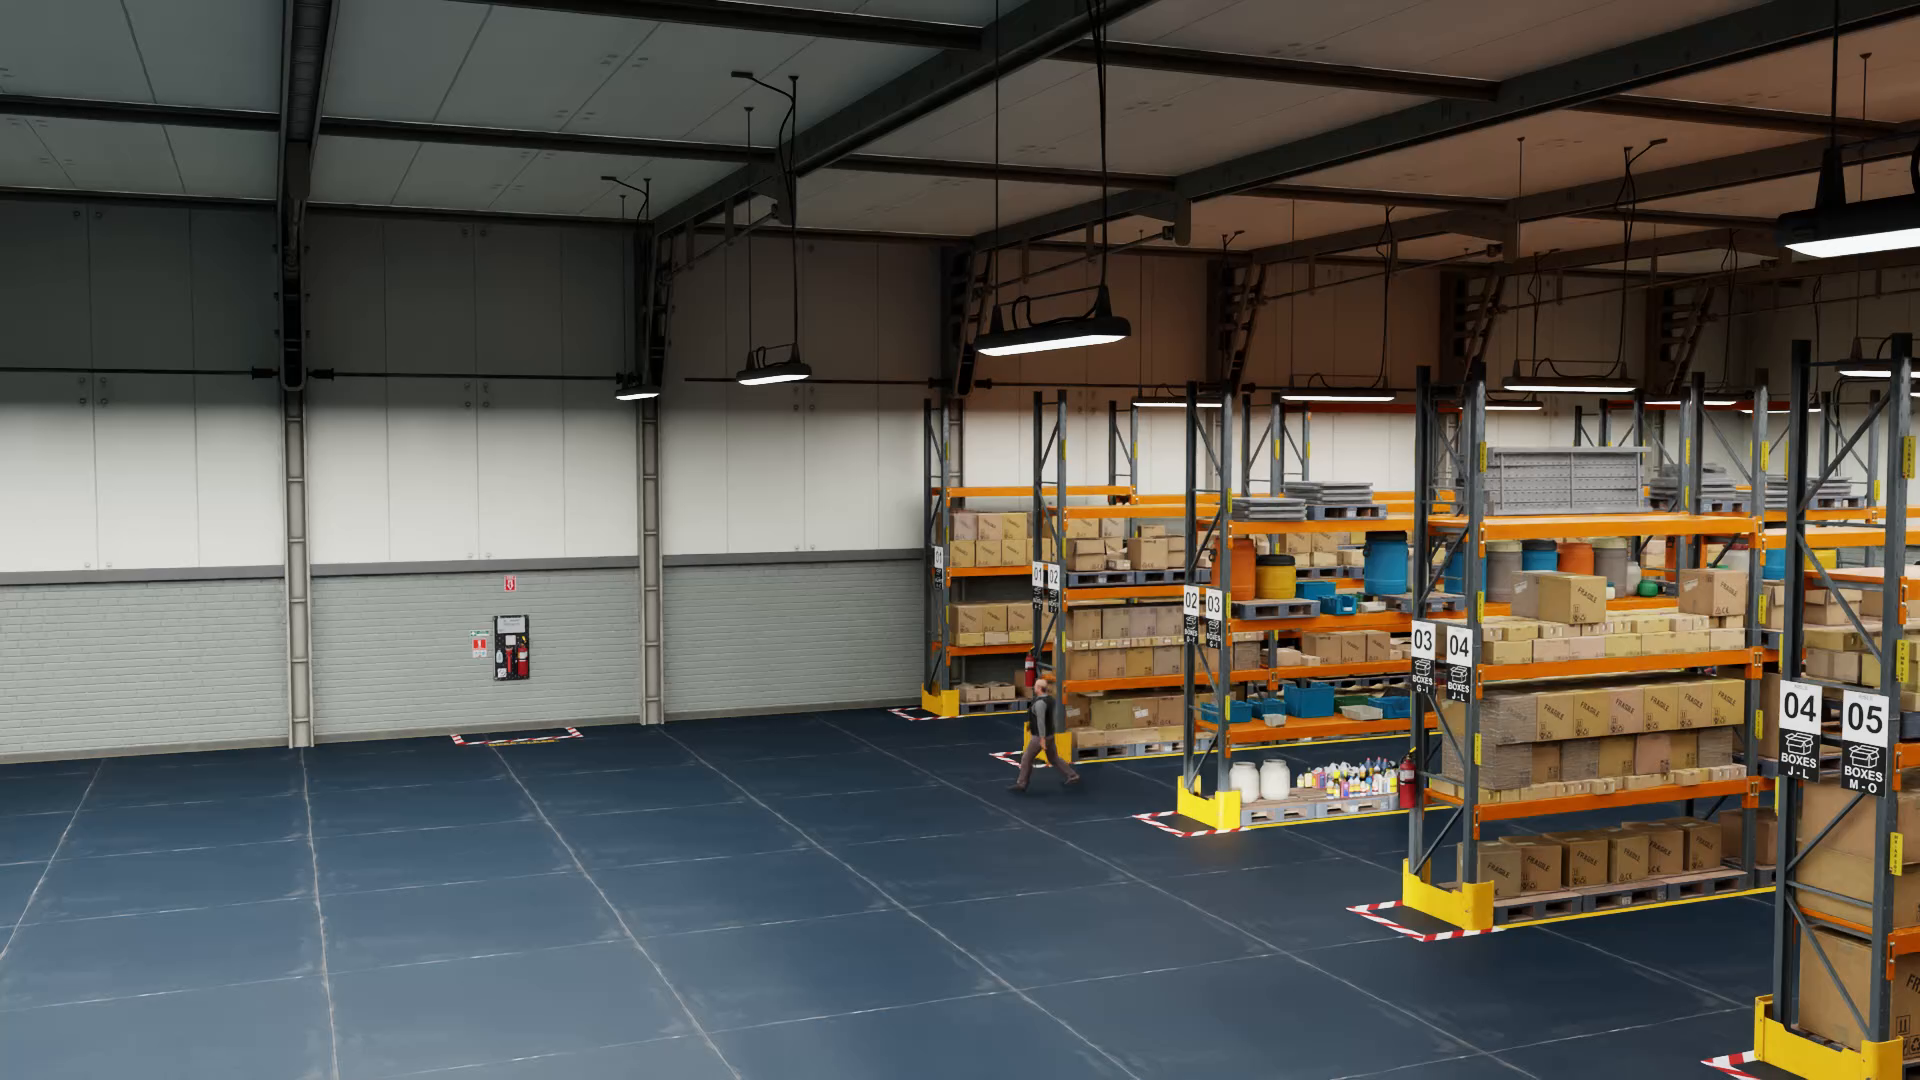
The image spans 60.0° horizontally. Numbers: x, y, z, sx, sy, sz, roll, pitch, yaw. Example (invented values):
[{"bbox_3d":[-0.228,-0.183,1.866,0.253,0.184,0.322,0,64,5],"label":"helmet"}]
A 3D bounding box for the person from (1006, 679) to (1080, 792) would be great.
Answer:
[{"bbox_3d":[1.226,2.874,24.512,1.089,1.670,0.601,0,3,8],"label":"person"}]
